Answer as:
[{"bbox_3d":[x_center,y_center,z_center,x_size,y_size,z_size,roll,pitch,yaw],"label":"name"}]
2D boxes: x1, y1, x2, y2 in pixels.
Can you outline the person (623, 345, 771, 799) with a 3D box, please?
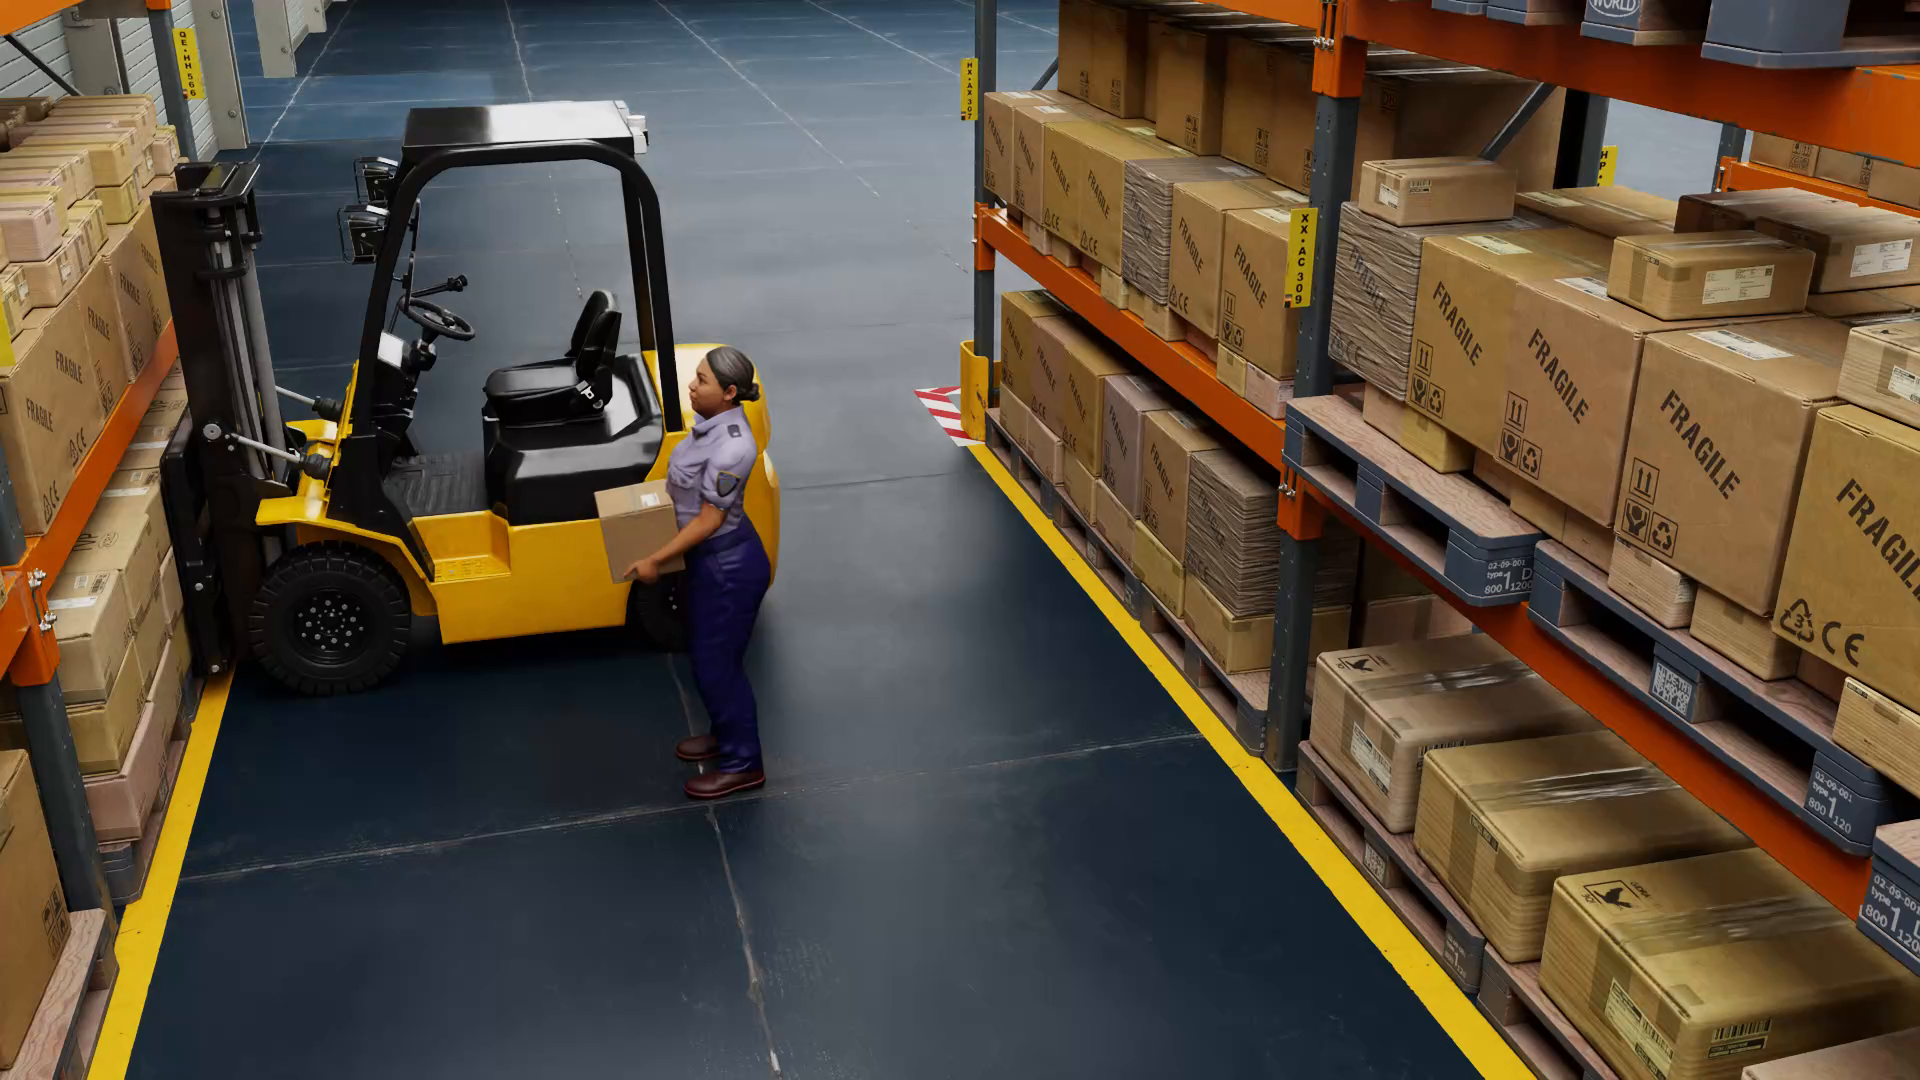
[{"bbox_3d":[-0.931,0.114,5.861,0.516,1.634,0.452,-6,24,-14],"label":"person"}]
